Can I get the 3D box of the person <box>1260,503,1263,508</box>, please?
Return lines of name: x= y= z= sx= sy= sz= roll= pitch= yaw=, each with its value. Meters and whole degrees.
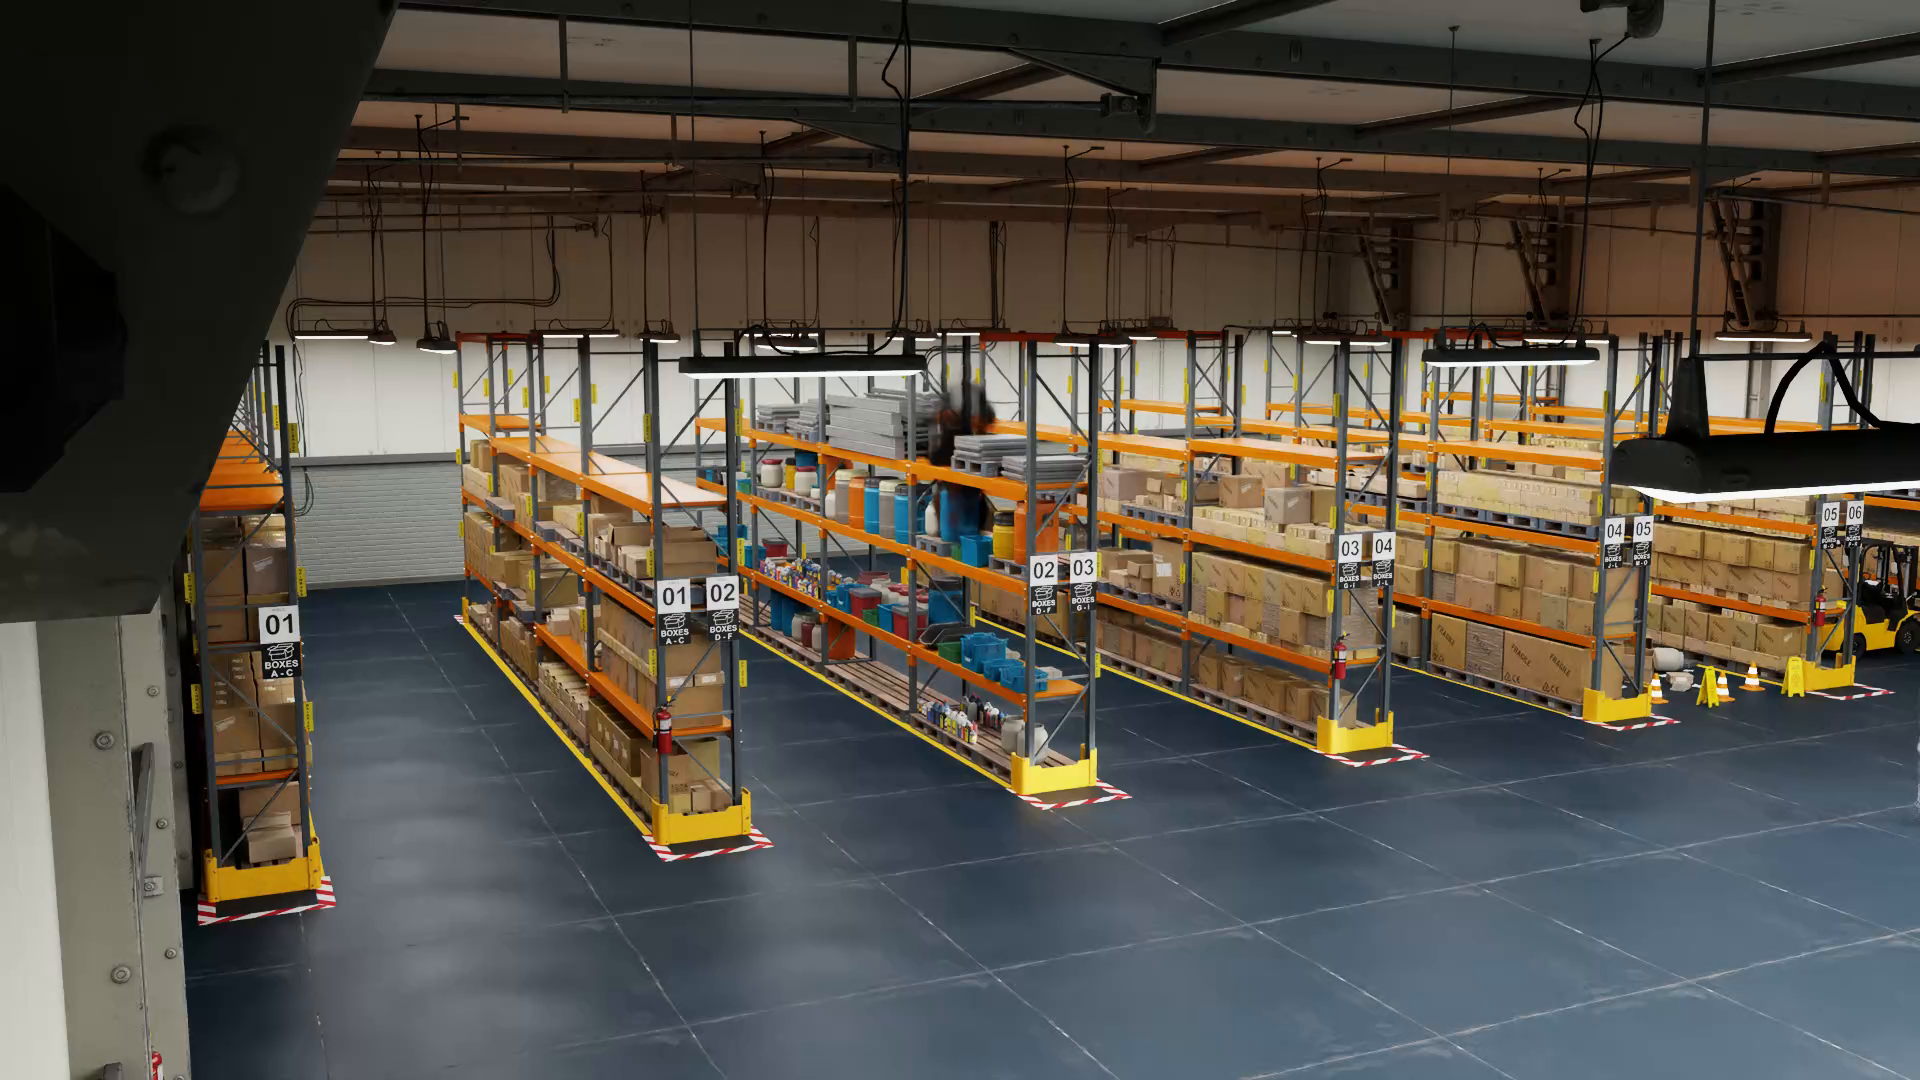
person: x=7.824 y=-0.439 z=44.058 sx=0.848 sy=1.750 sz=0.798 roll=-1 pitch=8 yaw=-6

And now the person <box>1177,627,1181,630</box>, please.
person: x=4.434 y=0.966 z=33.797 sx=0.577 sy=1.732 sz=0.735 roll=-6 pitch=10 yaw=-36
